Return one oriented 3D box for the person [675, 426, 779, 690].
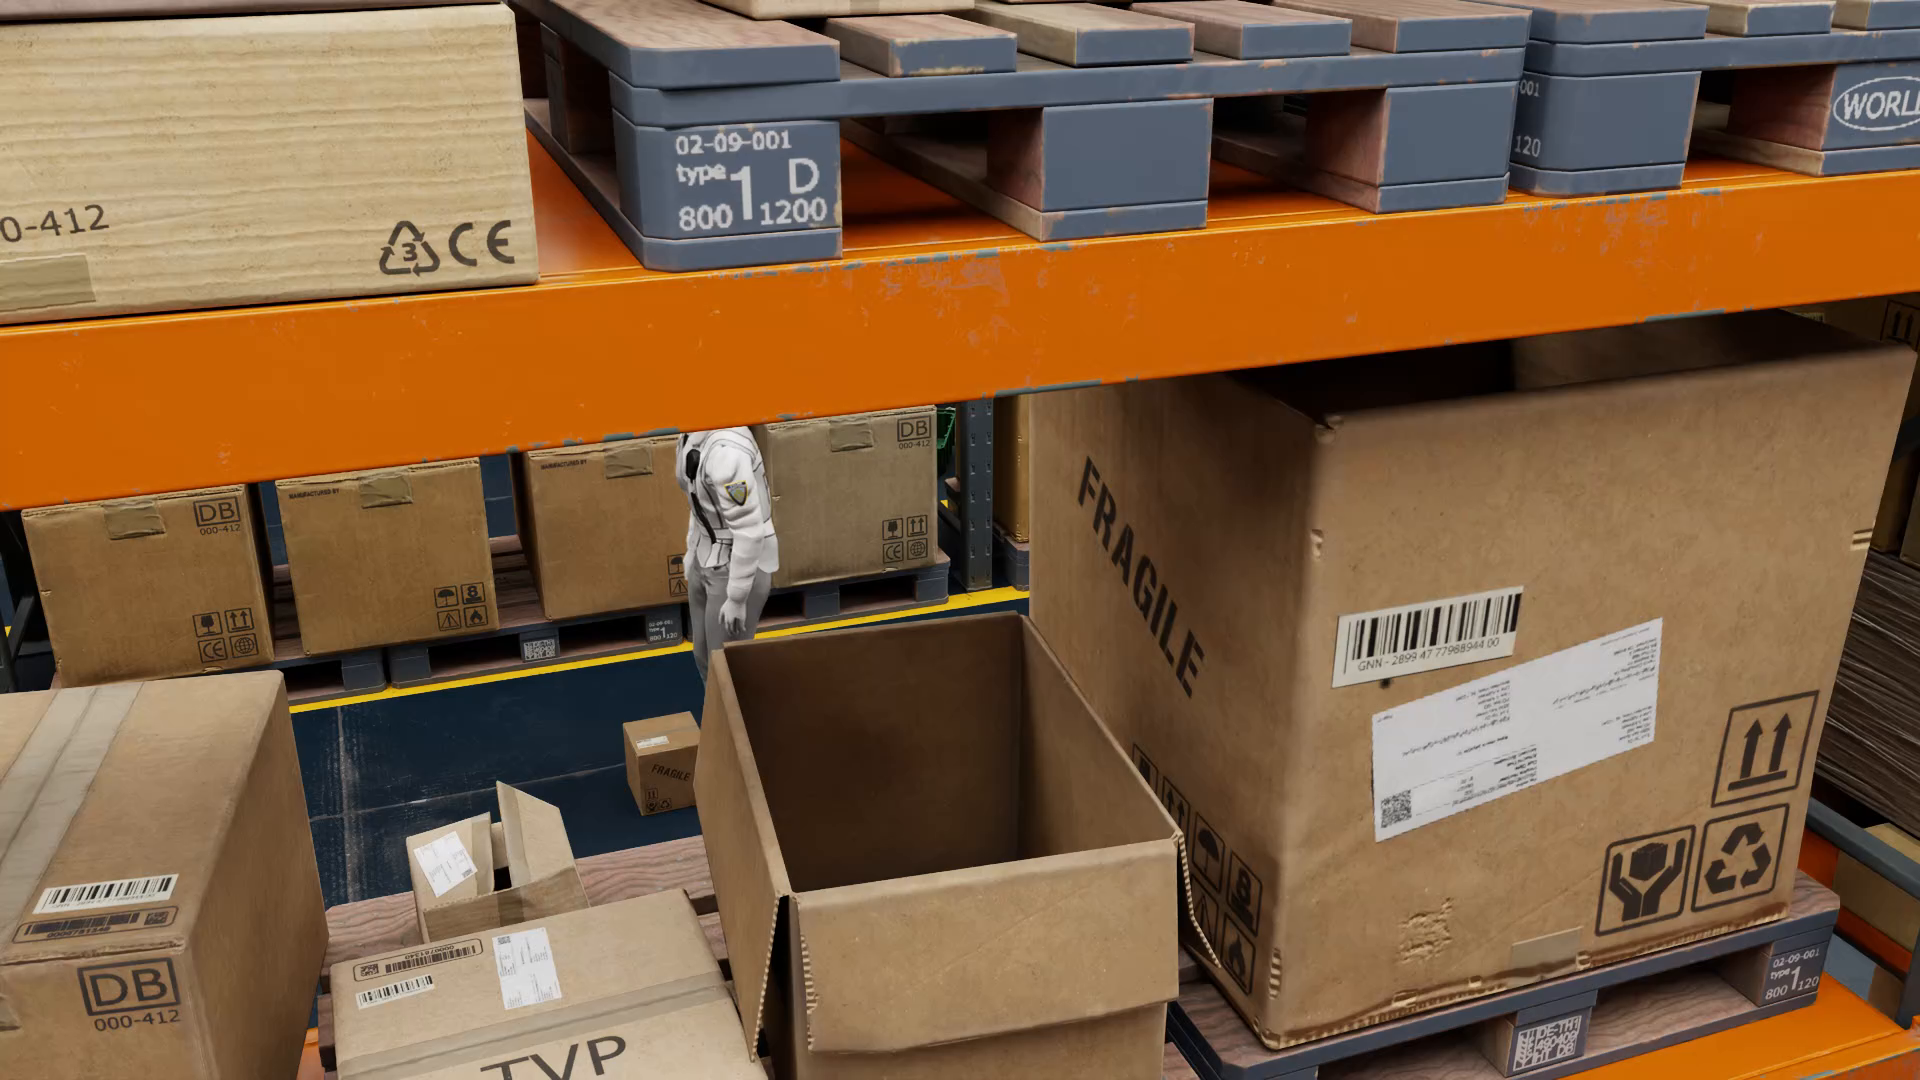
[{"bbox_3d":[-0.832,0.119,5.801,0.373,1.665,0.547,-10,25,-22],"label":"person"}]
